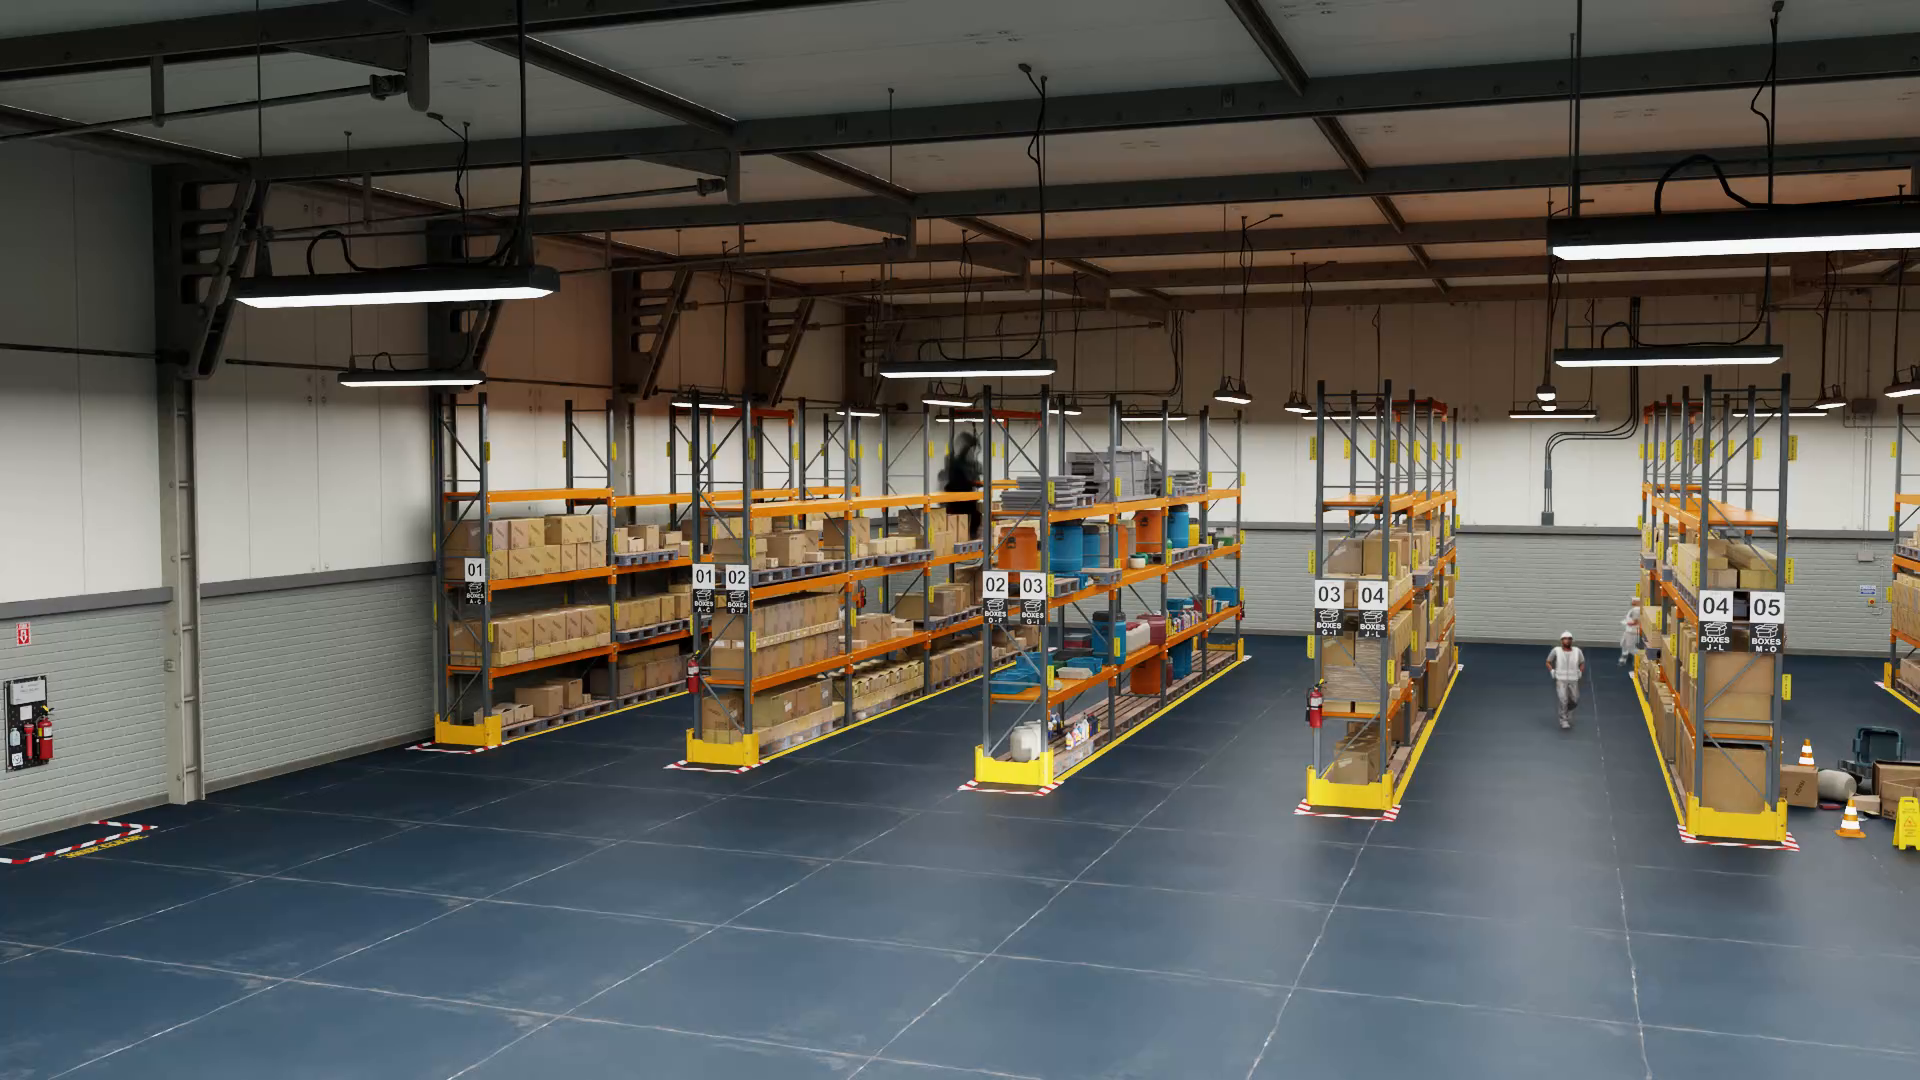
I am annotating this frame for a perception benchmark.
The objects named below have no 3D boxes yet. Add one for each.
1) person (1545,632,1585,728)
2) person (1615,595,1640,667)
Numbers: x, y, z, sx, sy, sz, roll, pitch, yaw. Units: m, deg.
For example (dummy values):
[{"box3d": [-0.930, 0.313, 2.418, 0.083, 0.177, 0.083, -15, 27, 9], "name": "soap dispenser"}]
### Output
[{"box3d": [10.980, 2.530, 30.147, 0.685, 1.734, 0.667, 1, 3, 11], "name": "person"}, {"box3d": [15.377, 2.107, 38.204, 0.702, 1.759, 0.788, 2, 3, 30], "name": "person"}]
